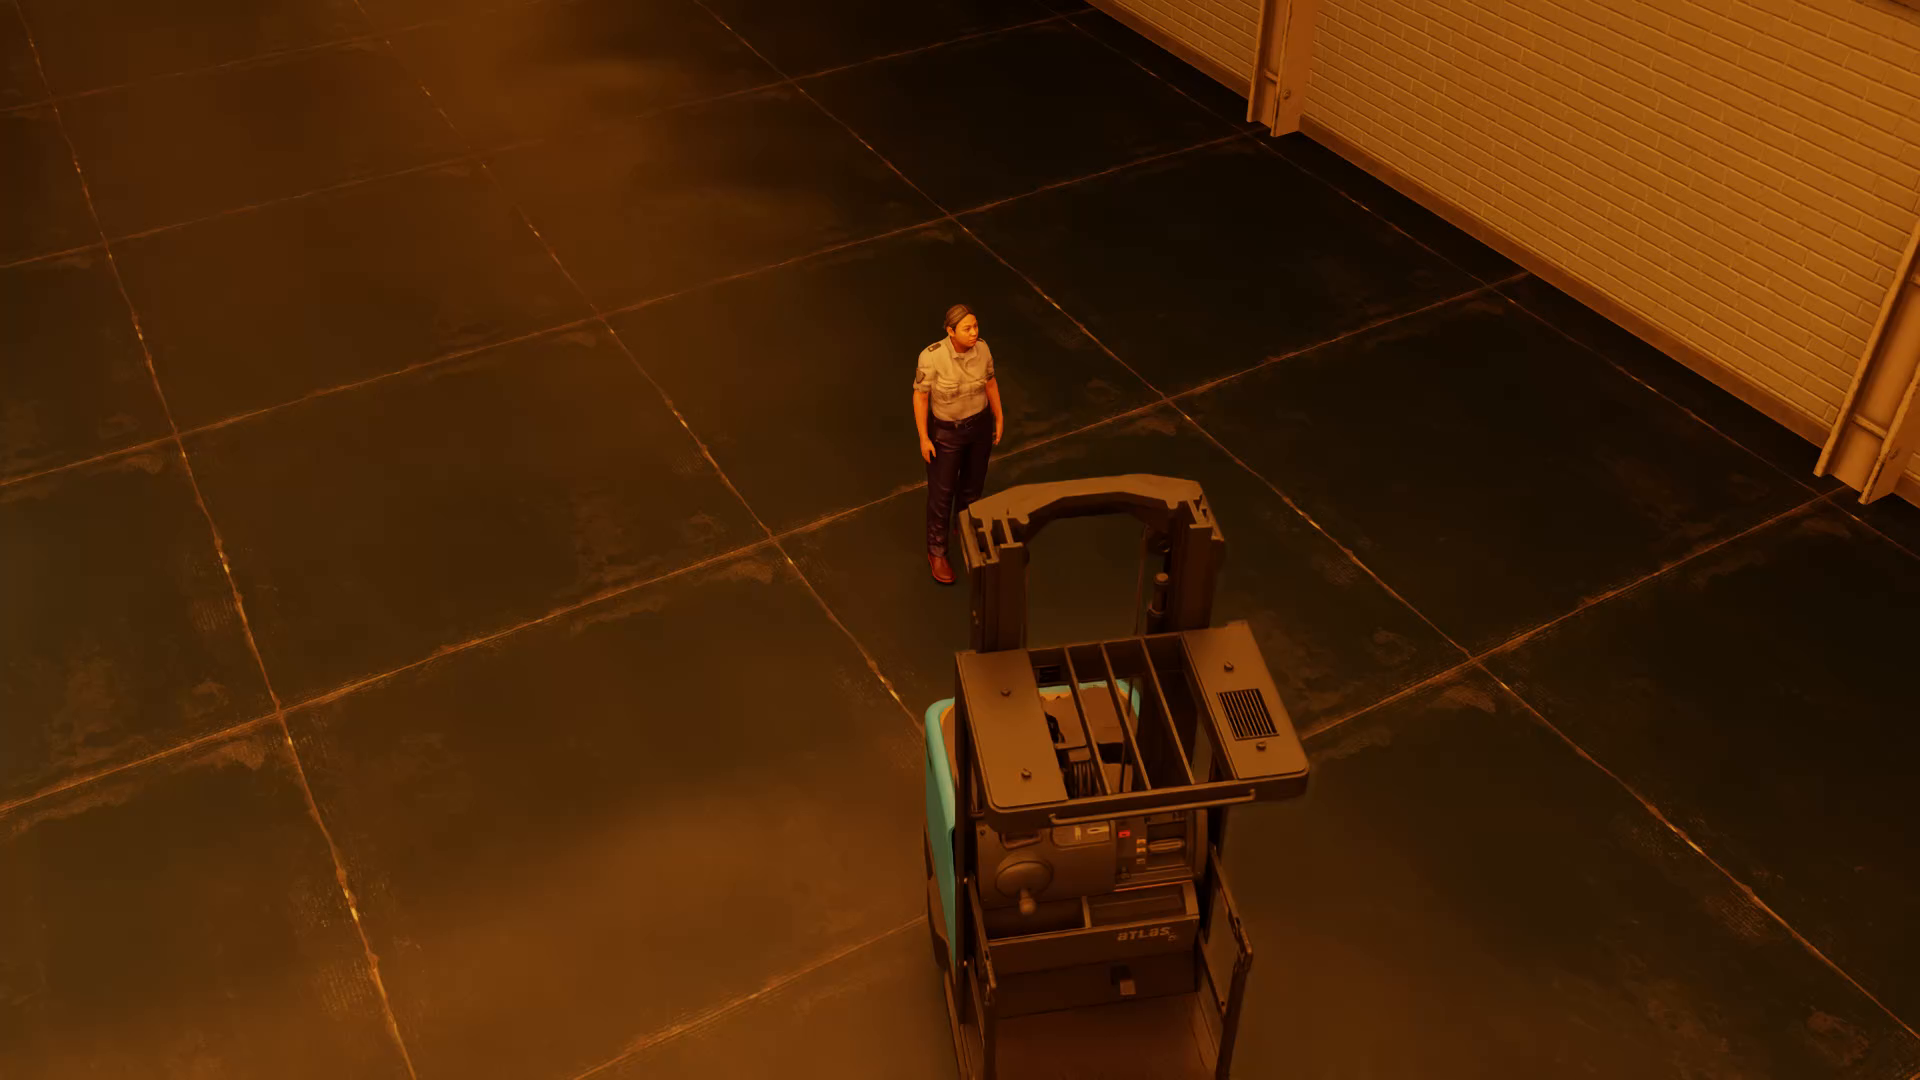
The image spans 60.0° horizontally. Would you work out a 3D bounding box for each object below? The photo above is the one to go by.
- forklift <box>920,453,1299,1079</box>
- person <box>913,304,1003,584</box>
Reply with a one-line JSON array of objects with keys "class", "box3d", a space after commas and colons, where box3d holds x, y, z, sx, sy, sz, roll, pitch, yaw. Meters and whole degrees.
[{"class": "forklift", "box3d": [0.543, 1.249, 6.530, 1.130, 2.935, 3.031, -6, 40, -7]}, {"class": "person", "box3d": [0.025, -0.583, 9.732, 0.598, 1.651, 0.502, -20, 44, -23]}]
